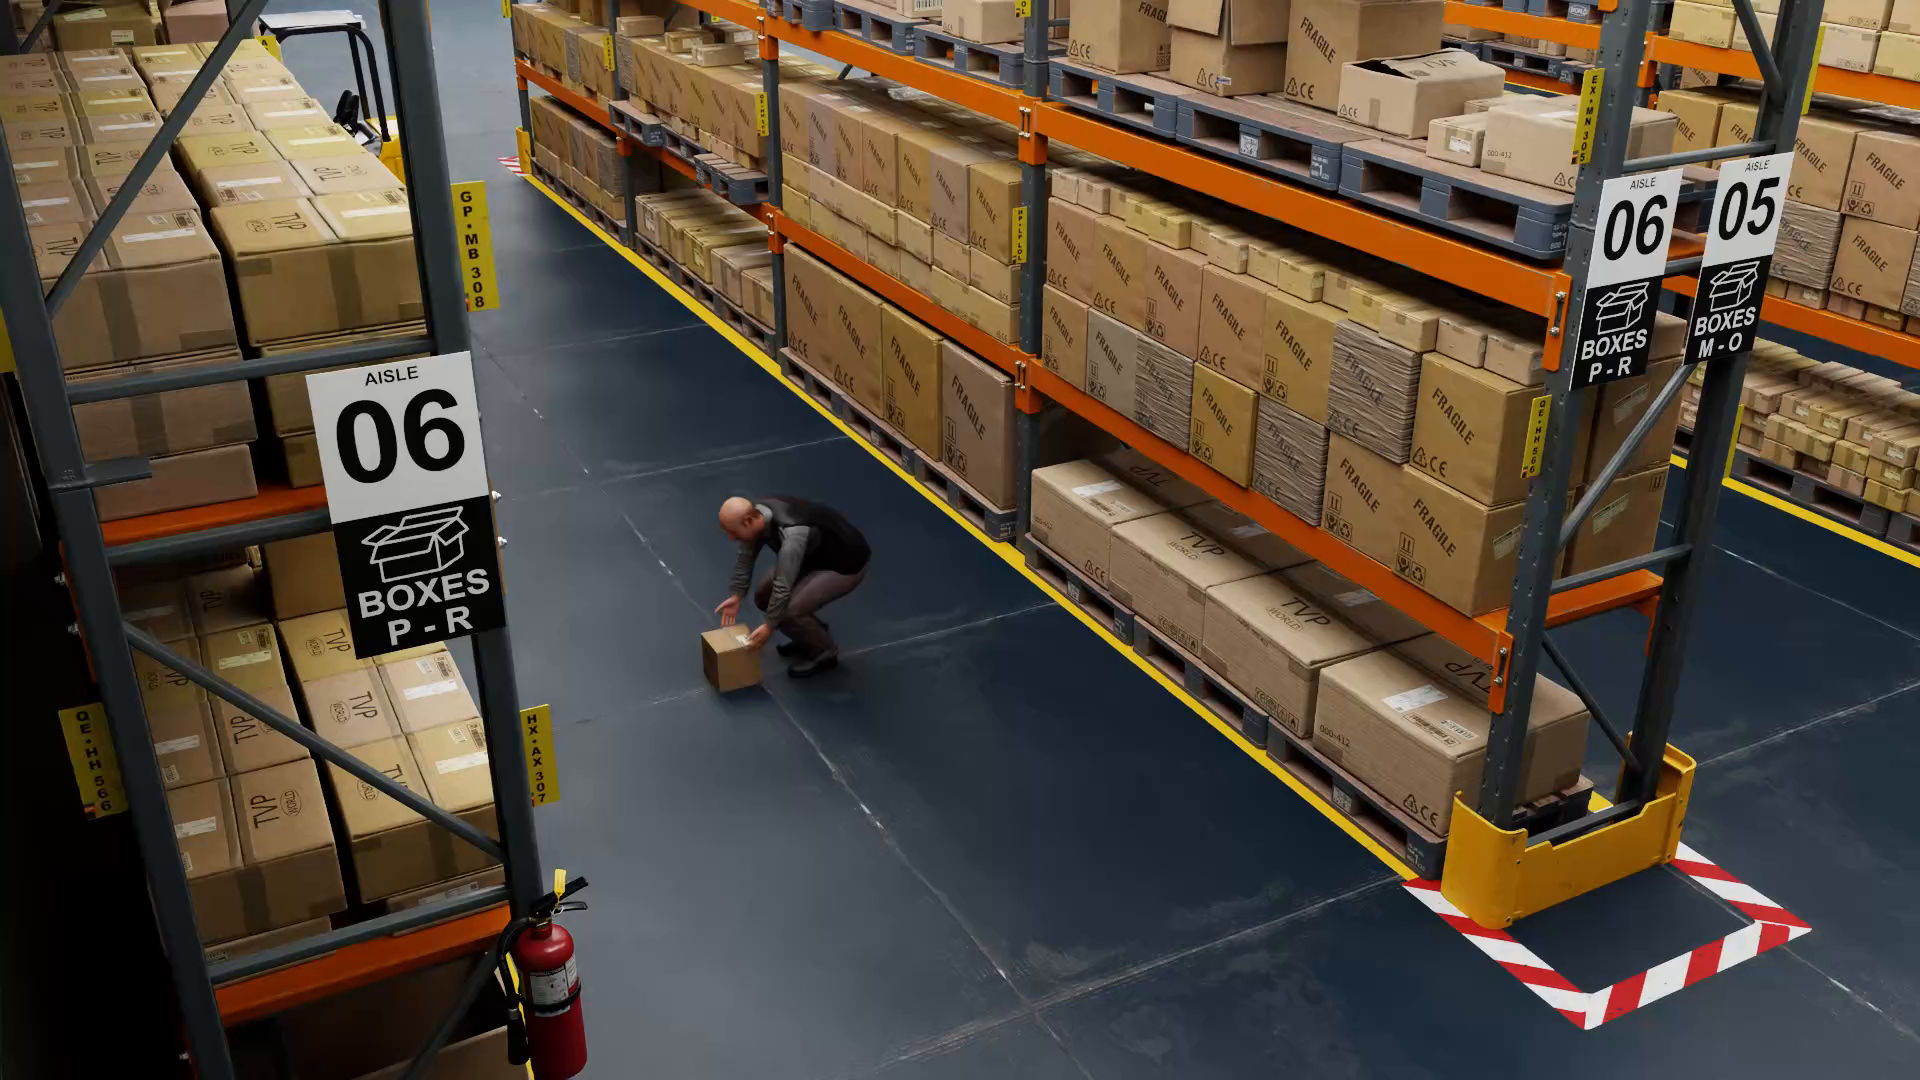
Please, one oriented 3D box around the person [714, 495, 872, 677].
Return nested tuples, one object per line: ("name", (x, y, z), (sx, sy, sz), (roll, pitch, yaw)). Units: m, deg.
("person", (-0.884, 0.201, 8.965), (0.837, 1.083, 0.559), (-13, 28, -25))
